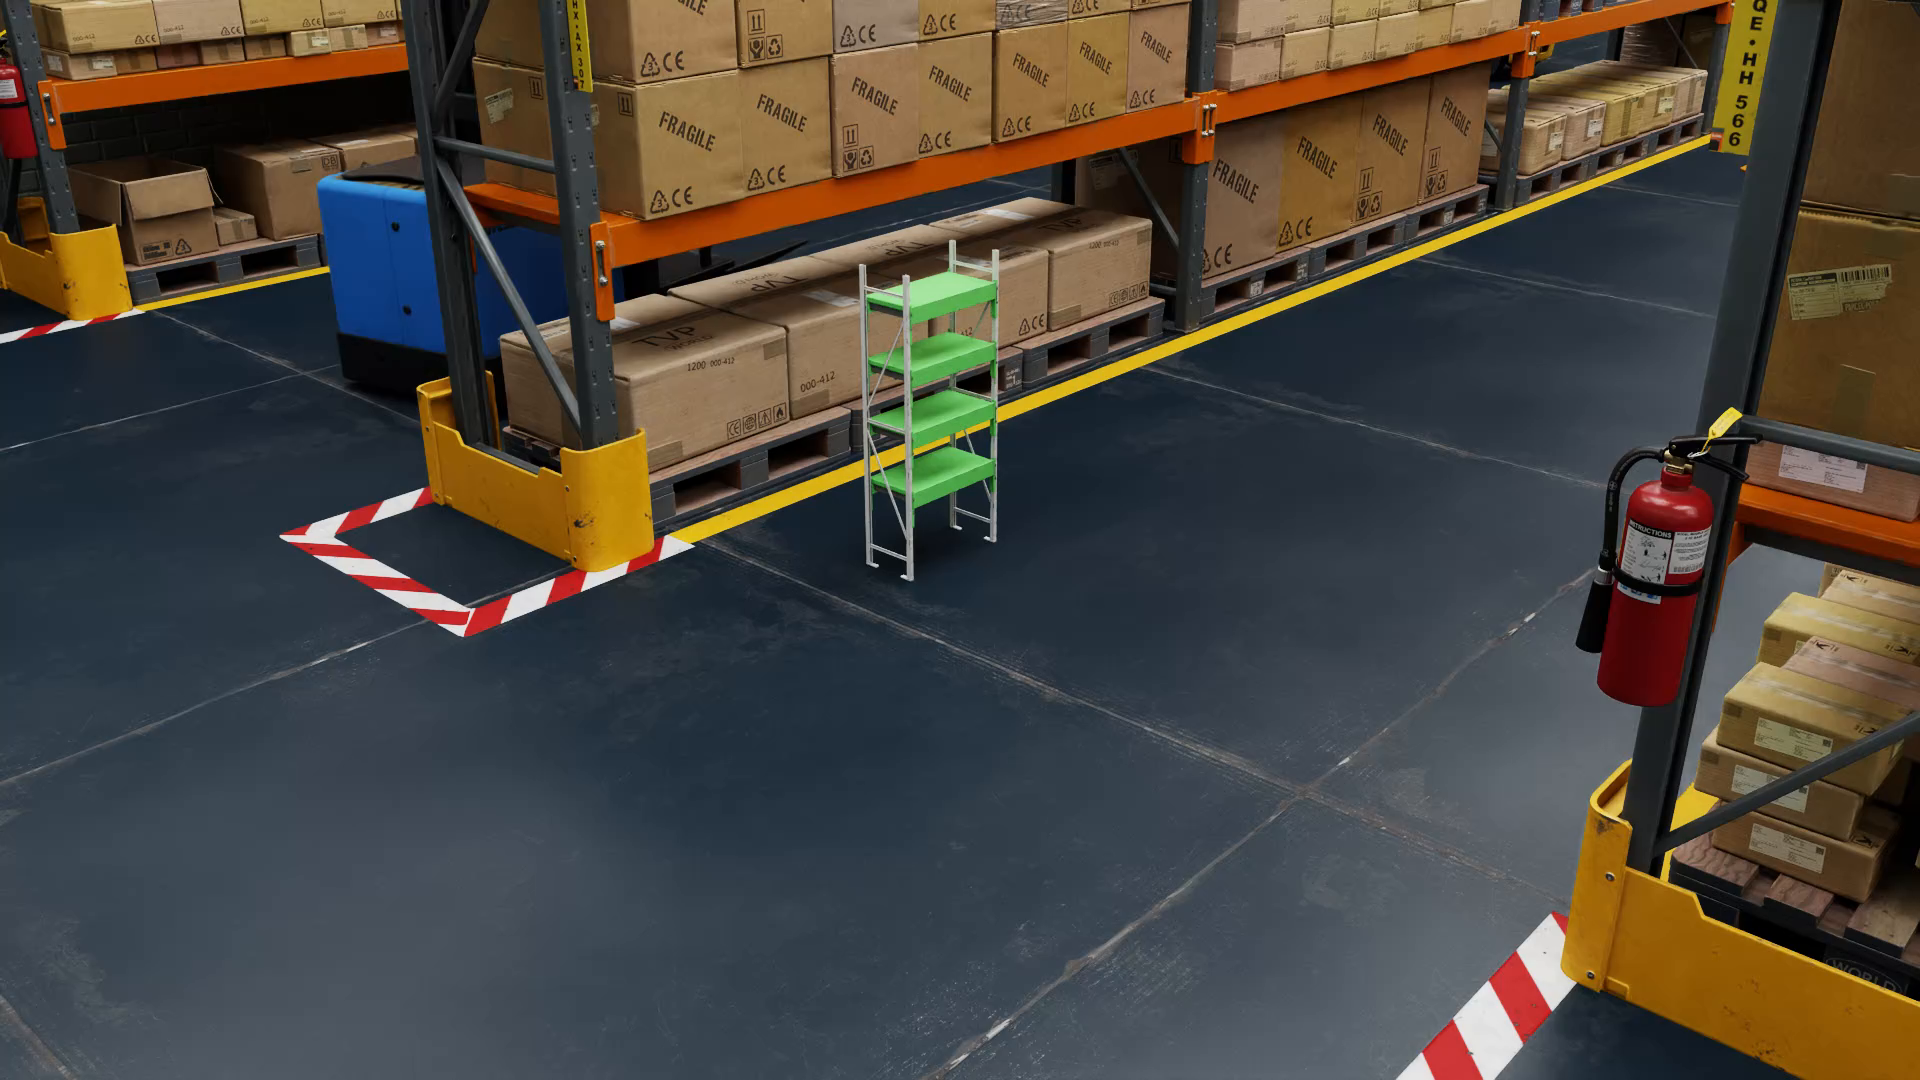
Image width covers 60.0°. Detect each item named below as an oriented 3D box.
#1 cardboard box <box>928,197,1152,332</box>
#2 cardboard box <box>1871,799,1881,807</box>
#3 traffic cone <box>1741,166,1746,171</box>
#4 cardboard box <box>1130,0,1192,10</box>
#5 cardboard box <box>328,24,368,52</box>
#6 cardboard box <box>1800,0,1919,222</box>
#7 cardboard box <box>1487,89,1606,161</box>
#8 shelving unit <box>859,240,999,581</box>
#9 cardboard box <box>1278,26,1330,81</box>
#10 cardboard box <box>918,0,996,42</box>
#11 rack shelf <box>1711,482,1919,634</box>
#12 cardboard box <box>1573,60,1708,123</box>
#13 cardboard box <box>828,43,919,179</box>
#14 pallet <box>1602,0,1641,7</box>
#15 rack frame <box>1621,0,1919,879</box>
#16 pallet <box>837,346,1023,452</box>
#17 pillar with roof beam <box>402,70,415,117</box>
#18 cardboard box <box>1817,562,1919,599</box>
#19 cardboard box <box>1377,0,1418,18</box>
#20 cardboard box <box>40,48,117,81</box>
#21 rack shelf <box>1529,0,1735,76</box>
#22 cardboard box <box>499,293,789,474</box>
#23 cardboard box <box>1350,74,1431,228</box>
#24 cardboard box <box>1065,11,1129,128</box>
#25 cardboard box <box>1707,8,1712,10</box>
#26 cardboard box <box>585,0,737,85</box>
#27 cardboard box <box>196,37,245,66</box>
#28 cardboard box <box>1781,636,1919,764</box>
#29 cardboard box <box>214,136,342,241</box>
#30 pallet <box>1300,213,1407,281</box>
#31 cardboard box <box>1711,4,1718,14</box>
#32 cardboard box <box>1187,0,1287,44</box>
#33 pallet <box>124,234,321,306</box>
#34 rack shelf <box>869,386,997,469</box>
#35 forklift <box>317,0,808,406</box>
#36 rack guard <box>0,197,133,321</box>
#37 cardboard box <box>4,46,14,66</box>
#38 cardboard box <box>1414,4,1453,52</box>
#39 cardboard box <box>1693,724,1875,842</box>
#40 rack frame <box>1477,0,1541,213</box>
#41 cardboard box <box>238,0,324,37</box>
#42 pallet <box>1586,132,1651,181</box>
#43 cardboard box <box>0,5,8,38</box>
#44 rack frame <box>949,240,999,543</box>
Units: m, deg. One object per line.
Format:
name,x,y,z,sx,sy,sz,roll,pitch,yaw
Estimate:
cardboard box,0.438,-1.529,9.113,0.875,0.438,0.875,20,31,37
cardboard box,2.313,0.657,4.591,0.380,0.149,0.250,21,32,39
traffic cone,6.491,-3.189,13.296,0.336,0.463,0.334,20,31,38
cardboard box,0.828,-2.952,8.322,0.500,0.500,0.500,20,31,37
cardboard box,-3.950,-3.180,10.482,0.380,0.149,0.250,21,32,39
cardboard box,2.141,-0.974,3.549,0.500,0.500,0.500,19,31,36
cardboard box,4.478,-3.277,13.090,0.950,0.372,0.625,19,31,37
shelving unit,-0.110,-0.497,6.392,0.258,1.200,0.503,20,31,38
cardboard box,1.771,-2.820,9.558,0.500,0.250,0.500,19,31,36
cardboard box,-0.191,-2.491,7.295,0.500,0.500,0.500,20,31,38
rack shelf,3.356,-0.410,4.878,1.077,0.370,4.000,20,31,38
cardboard box,5.928,-3.938,14.566,0.950,0.372,0.625,21,31,38
cardboard box,-0.529,-1.875,7.144,0.500,0.500,0.500,20,31,37
pallet,4.897,-4.414,13.163,1.003,0.211,1.213,20,31,38
rack frame,2.021,-0.129,3.372,1.000,3.000,0.127,20,31,38
pallet,-0.443,-0.813,8.305,1.003,0.211,1.213,20,31,38
pillar with roof beam,-0.692,-5.619,8.283,9.100,9.000,0.400,20,31,38
cardboard box,2.832,0.145,5.005,0.380,0.149,0.250,22,32,39
cardboard box,2.460,-3.353,10.135,0.500,0.250,0.500,19,30,36
cardboard box,-5.008,-2.715,9.446,0.380,0.149,0.250,20,31,37
rack shelf,4.941,-4.169,13.260,1.077,0.370,4.000,20,31,38
cardboard box,-1.367,-0.701,7.266,0.875,0.438,0.875,19,30,36
cardboard box,2.485,-2.651,11.081,0.875,0.875,0.875,21,31,38
cardboard box,0.479,-2.345,8.192,0.500,0.500,0.500,19,31,36
cardboard box,7.220,-4.658,15.403,0.500,0.500,0.500,22,32,40
cardboard box,-1.200,-2.021,6.246,0.500,0.500,0.500,19,31,36
cardboard box,-4.509,-2.955,9.981,0.380,0.149,0.250,21,32,39
cardboard box,2.396,0.417,4.398,0.380,0.149,0.250,21,32,38
cardboard box,-4.353,-2.266,10.679,0.700,0.500,0.500,22,32,40
pallet,2.210,-2.026,11.010,1.003,0.211,1.213,20,31,38
cardboard box,6.999,-4.809,14.948,0.380,0.149,0.250,21,31,38
cardboard box,1.441,-2.886,9.092,0.500,0.250,0.500,19,30,36
pallet,-4.849,-1.798,10.503,1.003,0.211,1.213,20,31,38
rack shelf,-0.110,-0.439,6.418,0.258,0.148,0.480,20,31,38
forklift,-1.975,-2.537,8.827,1.130,2.935,3.031,13,27,26
rack guard,-5.381,-1.687,9.901,1.175,0.500,0.348,20,31,38
cardboard box,-5.410,-2.864,9.778,0.380,0.149,0.250,20,31,37
cardboard box,2.785,-3.285,10.594,0.500,0.250,0.500,20,31,37
cardboard box,2.161,0.605,4.341,0.380,0.149,0.250,19,30,36
rack frame,3.607,-3.888,11.754,1.000,3.000,0.127,20,31,38
cardboard box,-4.256,-3.245,10.142,0.500,0.250,0.500,19,31,37
pallet,4.944,-3.223,13.680,1.003,0.211,1.213,20,31,38
cardboard box,-5.322,-3.084,9.782,0.500,0.250,0.500,21,32,39
rack frame,0.052,-0.571,6.558,0.240,1.200,0.015,20,31,38
